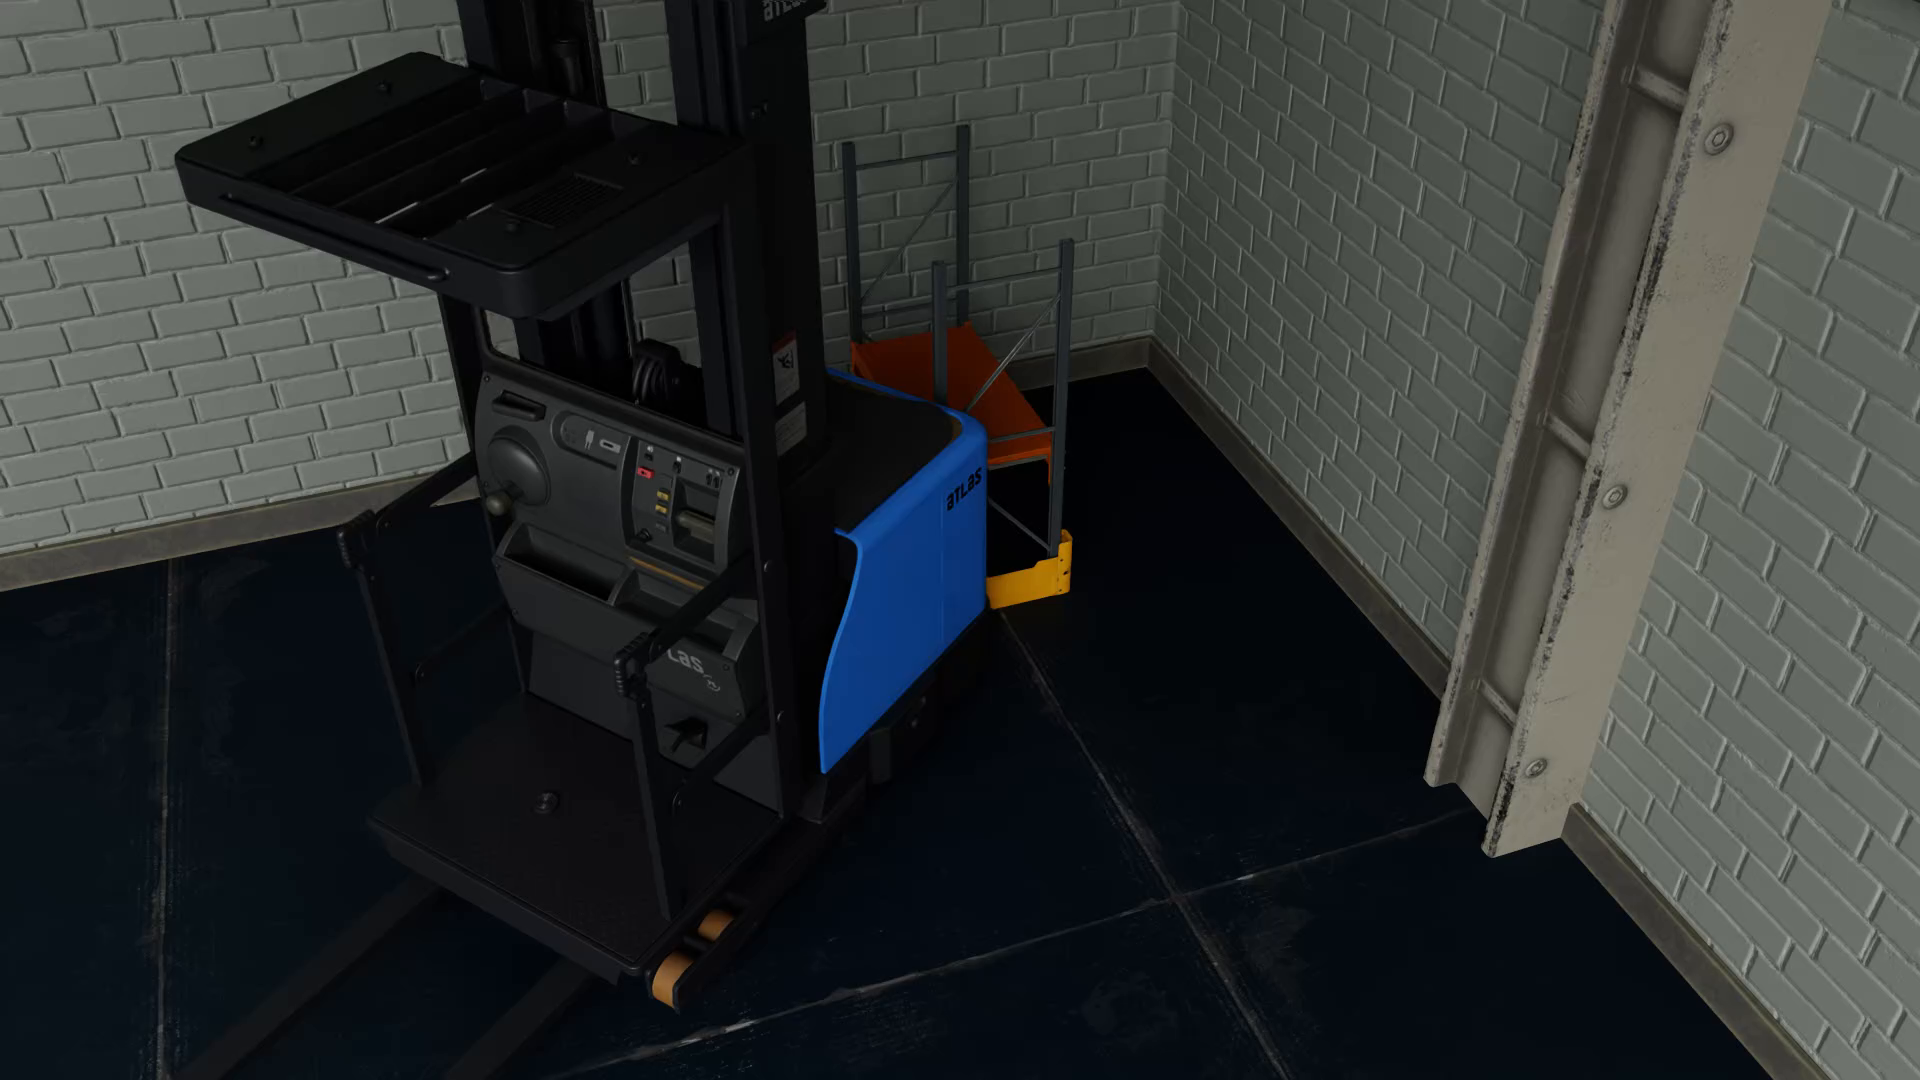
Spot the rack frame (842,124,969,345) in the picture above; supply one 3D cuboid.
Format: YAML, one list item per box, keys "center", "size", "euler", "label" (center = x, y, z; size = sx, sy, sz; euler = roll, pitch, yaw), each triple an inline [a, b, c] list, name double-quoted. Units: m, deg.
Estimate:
- center: [-0.204, -0.934, 6.744]
  size: [0.500, 1.500, 0.032]
  euler: [-12, 39, -16]
  label: "rack frame"

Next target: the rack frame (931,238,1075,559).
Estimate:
- center: [0.146, -0.360, 5.981]
  size: [0.500, 1.500, 0.032]
  euler: [-12, 39, -16]
  label: "rack frame"

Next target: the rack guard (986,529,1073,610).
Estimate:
- center: [0.145, 0.138, 6.358]
  size: [0.587, 0.250, 0.087]
  euler: [-12, 39, -16]
  label: "rack guard"

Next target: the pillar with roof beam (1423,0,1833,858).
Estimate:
- center: [-2.251, -1.817, 1.682]
  size: [9.100, 9.000, 0.400]
  euler: [-12, 39, -16]
  label: "pillar with roof beam"

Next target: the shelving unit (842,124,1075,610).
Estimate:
- center: [-0.026, -0.642, 6.356]
  size: [0.587, 1.500, 1.083]
  euler: [-12, 39, -16]
  label: "shelving unit"

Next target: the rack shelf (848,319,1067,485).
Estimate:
- center: [-0.029, -0.504, 6.471]
  size: [0.538, 0.185, 1.000]
  euler: [-12, 39, -16]
  label: "rack shelf"

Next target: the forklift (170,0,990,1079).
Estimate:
- center: [-1.100, -0.114, 4.465]
  size: [1.130, 2.935, 3.031]
  euler: [21, 42, 25]
  label: "forklift"
